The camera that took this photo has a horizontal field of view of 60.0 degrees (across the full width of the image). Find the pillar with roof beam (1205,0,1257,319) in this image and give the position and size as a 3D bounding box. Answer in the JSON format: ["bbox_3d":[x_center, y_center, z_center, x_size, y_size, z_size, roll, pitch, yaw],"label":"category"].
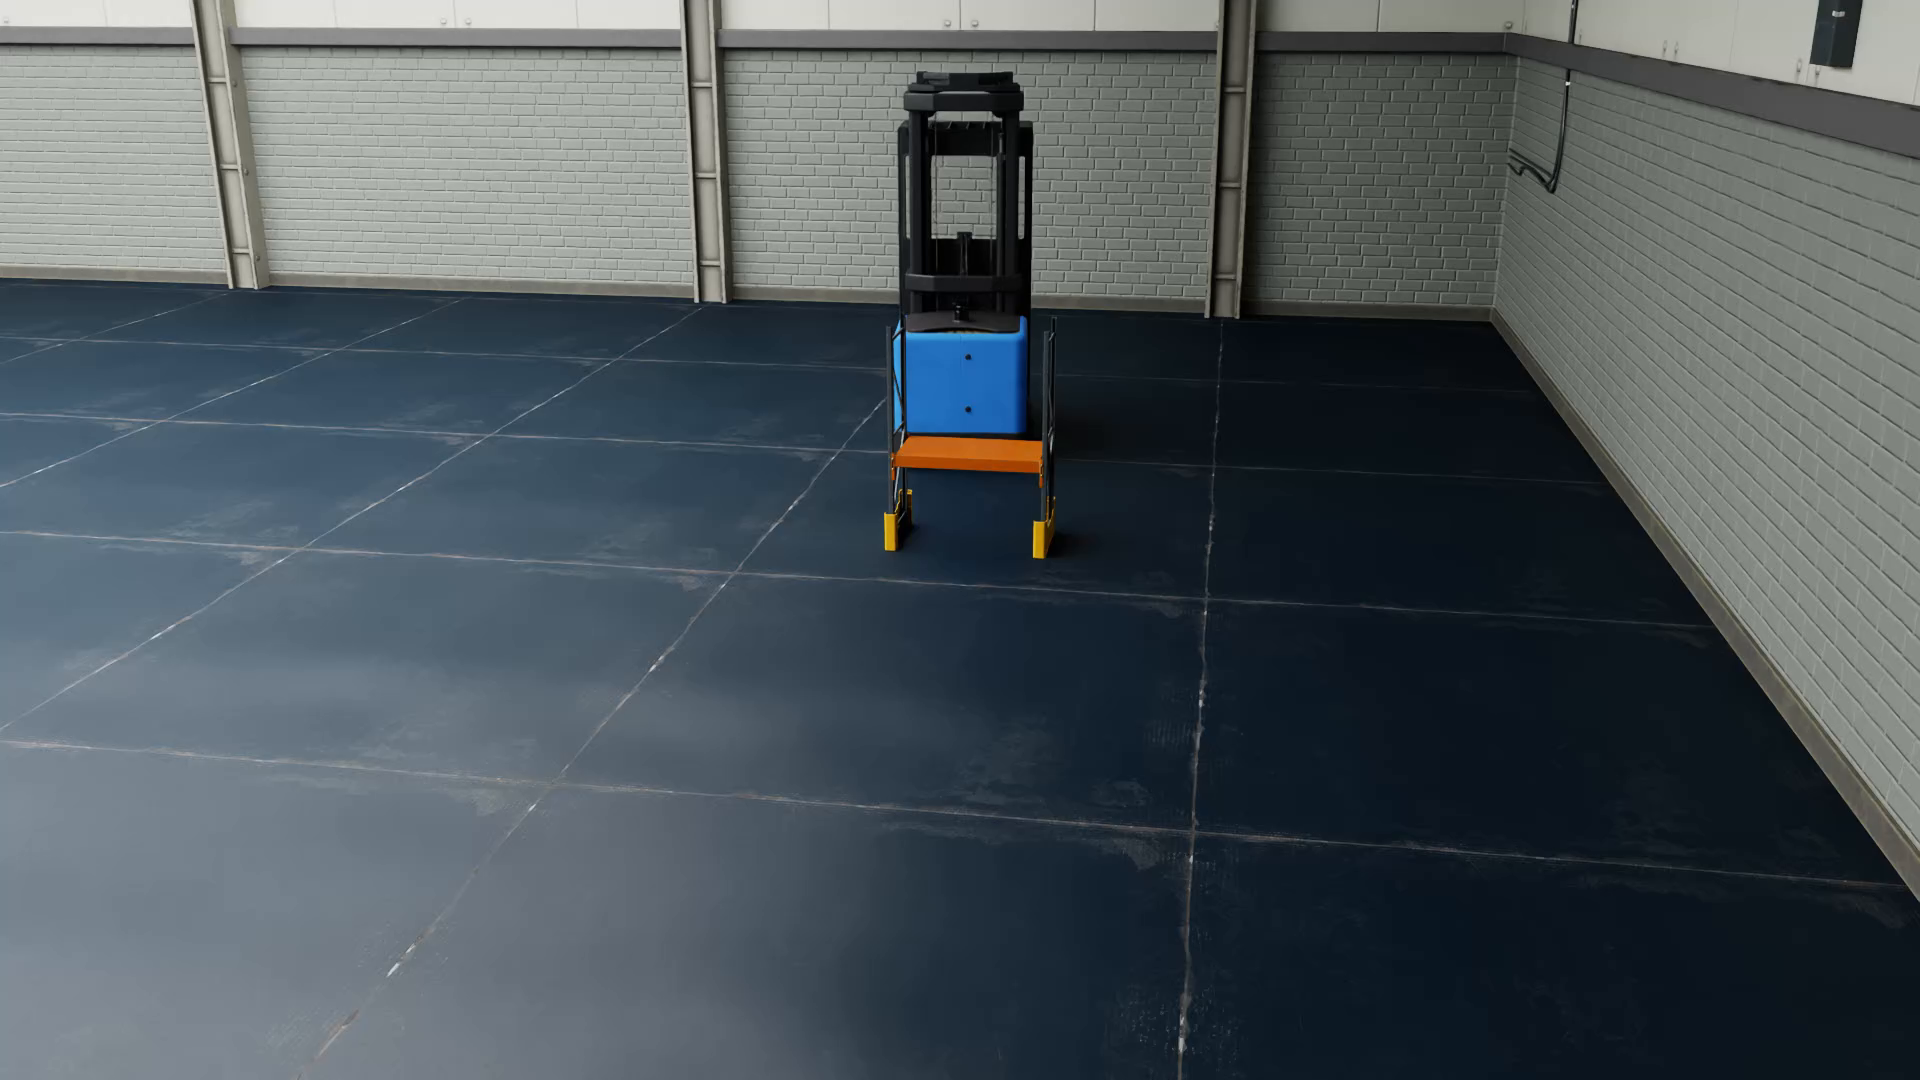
[{"bbox_3d":[2.308,-5.477,13.489,0.400,9.000,9.100,3,19,9],"label":"pillar with roof beam"}]

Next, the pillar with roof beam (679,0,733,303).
[{"bbox_3d":[-3.616,-5.779,14.392,0.400,9.000,9.100,3,19,9],"label":"pillar with roof beam"}]

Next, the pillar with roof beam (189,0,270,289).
[{"bbox_3d":[-9.540,-6.081,15.294,0.400,9.000,9.100,3,19,9],"label":"pillar with roof beam"}]

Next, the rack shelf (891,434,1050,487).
[{"bbox_3d":[0.084,-0.536,11.109,1.000,0.185,0.538,3,19,9],"label":"rack shelf"}]

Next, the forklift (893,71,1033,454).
[{"bbox_3d":[0.051,-2.394,13.838,1.130,2.935,3.031,1,19,2],"label":"forklift"}]

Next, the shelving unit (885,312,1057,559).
[{"bbox_3d":[0.075,-0.707,11.054,1.083,1.500,0.587,3,19,9],"label":"shelving unit"}]

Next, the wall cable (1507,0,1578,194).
[{"bbox_3d":[5.690,-4.790,16.331,0.112,2.526,3.097,3,19,9],"label":"wall cable"}]

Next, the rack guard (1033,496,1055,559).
[{"bbox_3d":[0.567,-0.090,11.177,0.087,0.250,0.587,3,19,9],"label":"rack guard"}]

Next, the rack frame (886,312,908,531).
[{"bbox_3d":[-0.418,-0.733,11.129,0.032,1.500,0.500,3,19,9],"label":"rack frame"}]

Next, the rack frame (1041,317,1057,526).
[{"bbox_3d":[0.586,-0.681,10.976,0.032,1.500,0.500,3,19,9],"label":"rack frame"}]

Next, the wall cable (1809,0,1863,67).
[{"bbox_3d":[4.168,-4.902,6.413,0.169,6.003,2.305,3,19,9],"label":"wall cable"}]

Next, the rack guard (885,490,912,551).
[{"bbox_3d":[-0.416,-0.140,11.327,0.087,0.250,0.587,3,19,9],"label":"rack guard"}]
